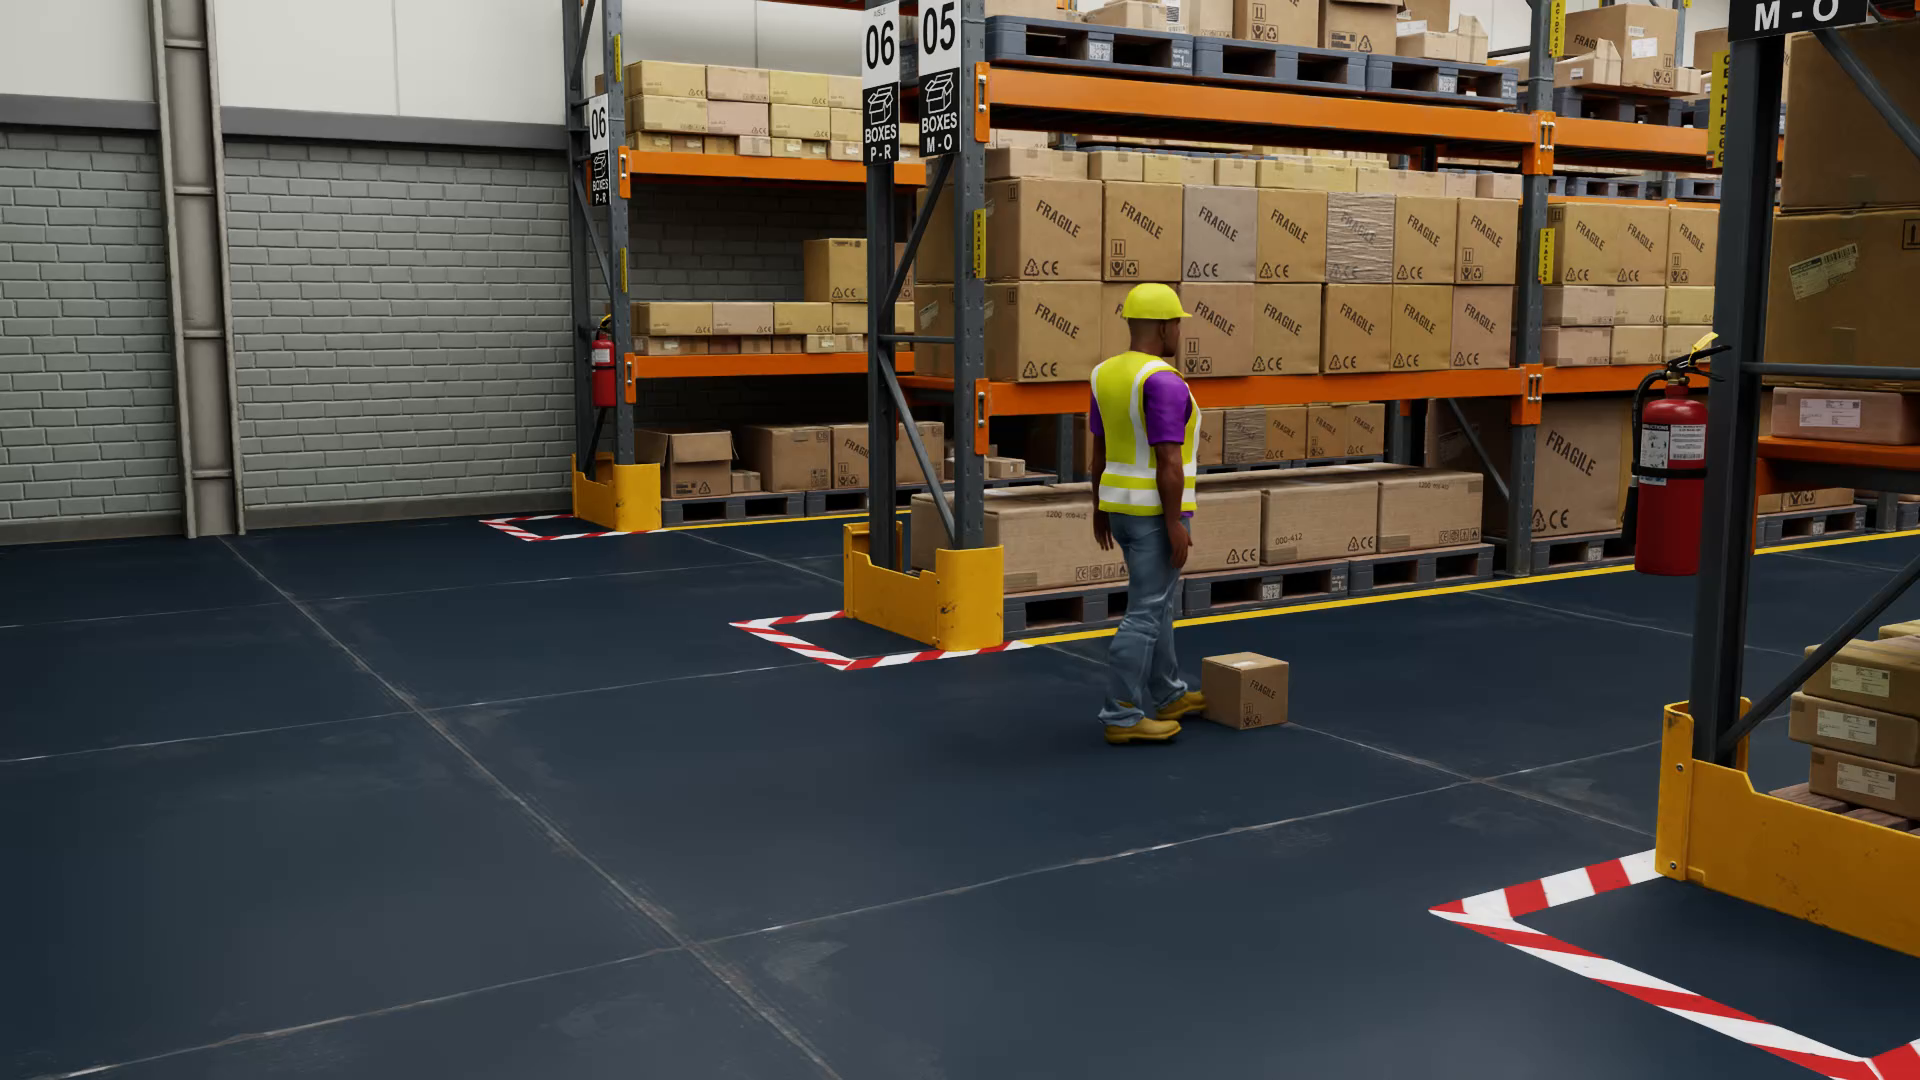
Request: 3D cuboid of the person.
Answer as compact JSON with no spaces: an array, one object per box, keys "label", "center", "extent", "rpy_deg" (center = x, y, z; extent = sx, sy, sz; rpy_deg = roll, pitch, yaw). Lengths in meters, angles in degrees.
[{"label":"person","center":[0.823,-0.114,6.503],"extent":[0.684,1.758,0.610],"rpy_deg":[-4,9,-25]}]
